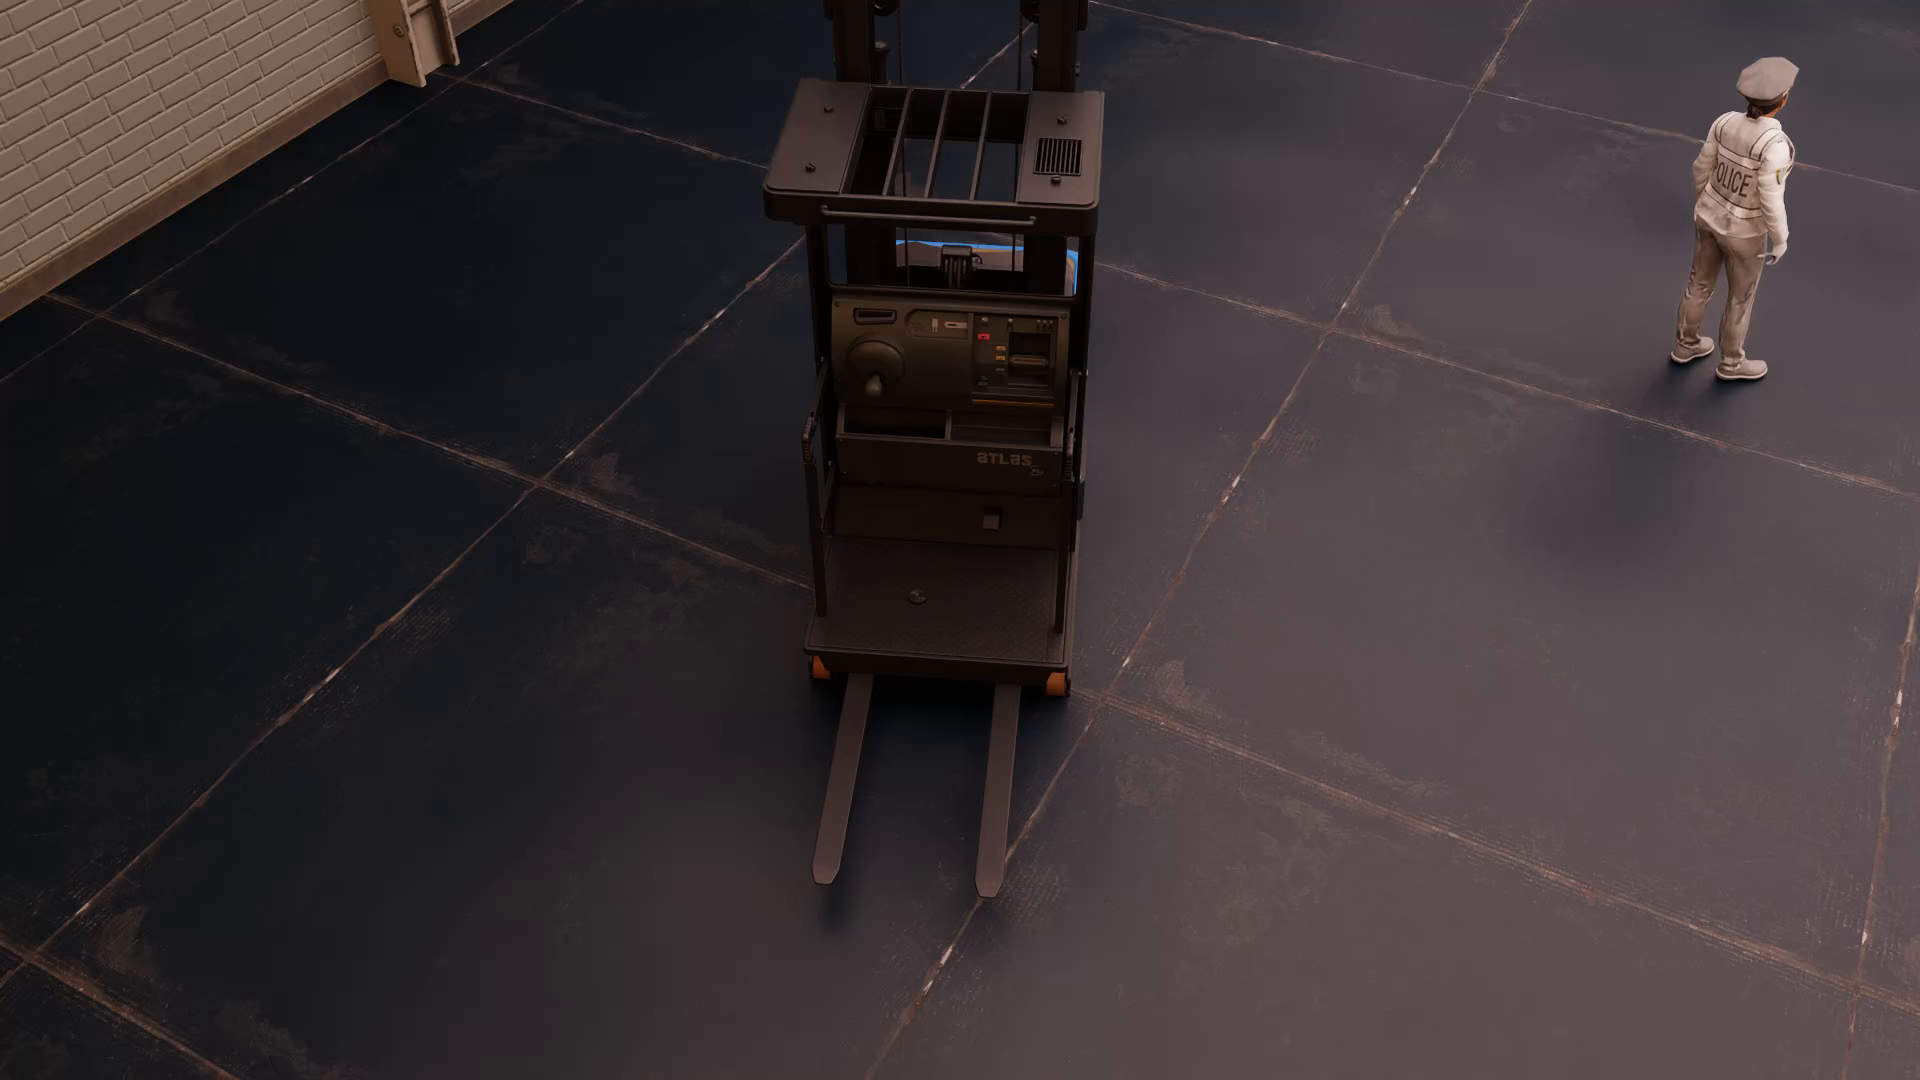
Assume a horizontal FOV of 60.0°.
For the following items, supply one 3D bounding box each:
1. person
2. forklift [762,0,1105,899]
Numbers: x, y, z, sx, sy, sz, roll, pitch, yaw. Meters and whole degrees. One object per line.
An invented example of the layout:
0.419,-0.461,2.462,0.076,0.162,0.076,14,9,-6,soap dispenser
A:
3.880,-1.585,8.228,0.530,1.694,0.587,-18,46,-18,person
-0.059,-0.651,6.345,1.130,2.935,3.031,4,43,4,forklift
